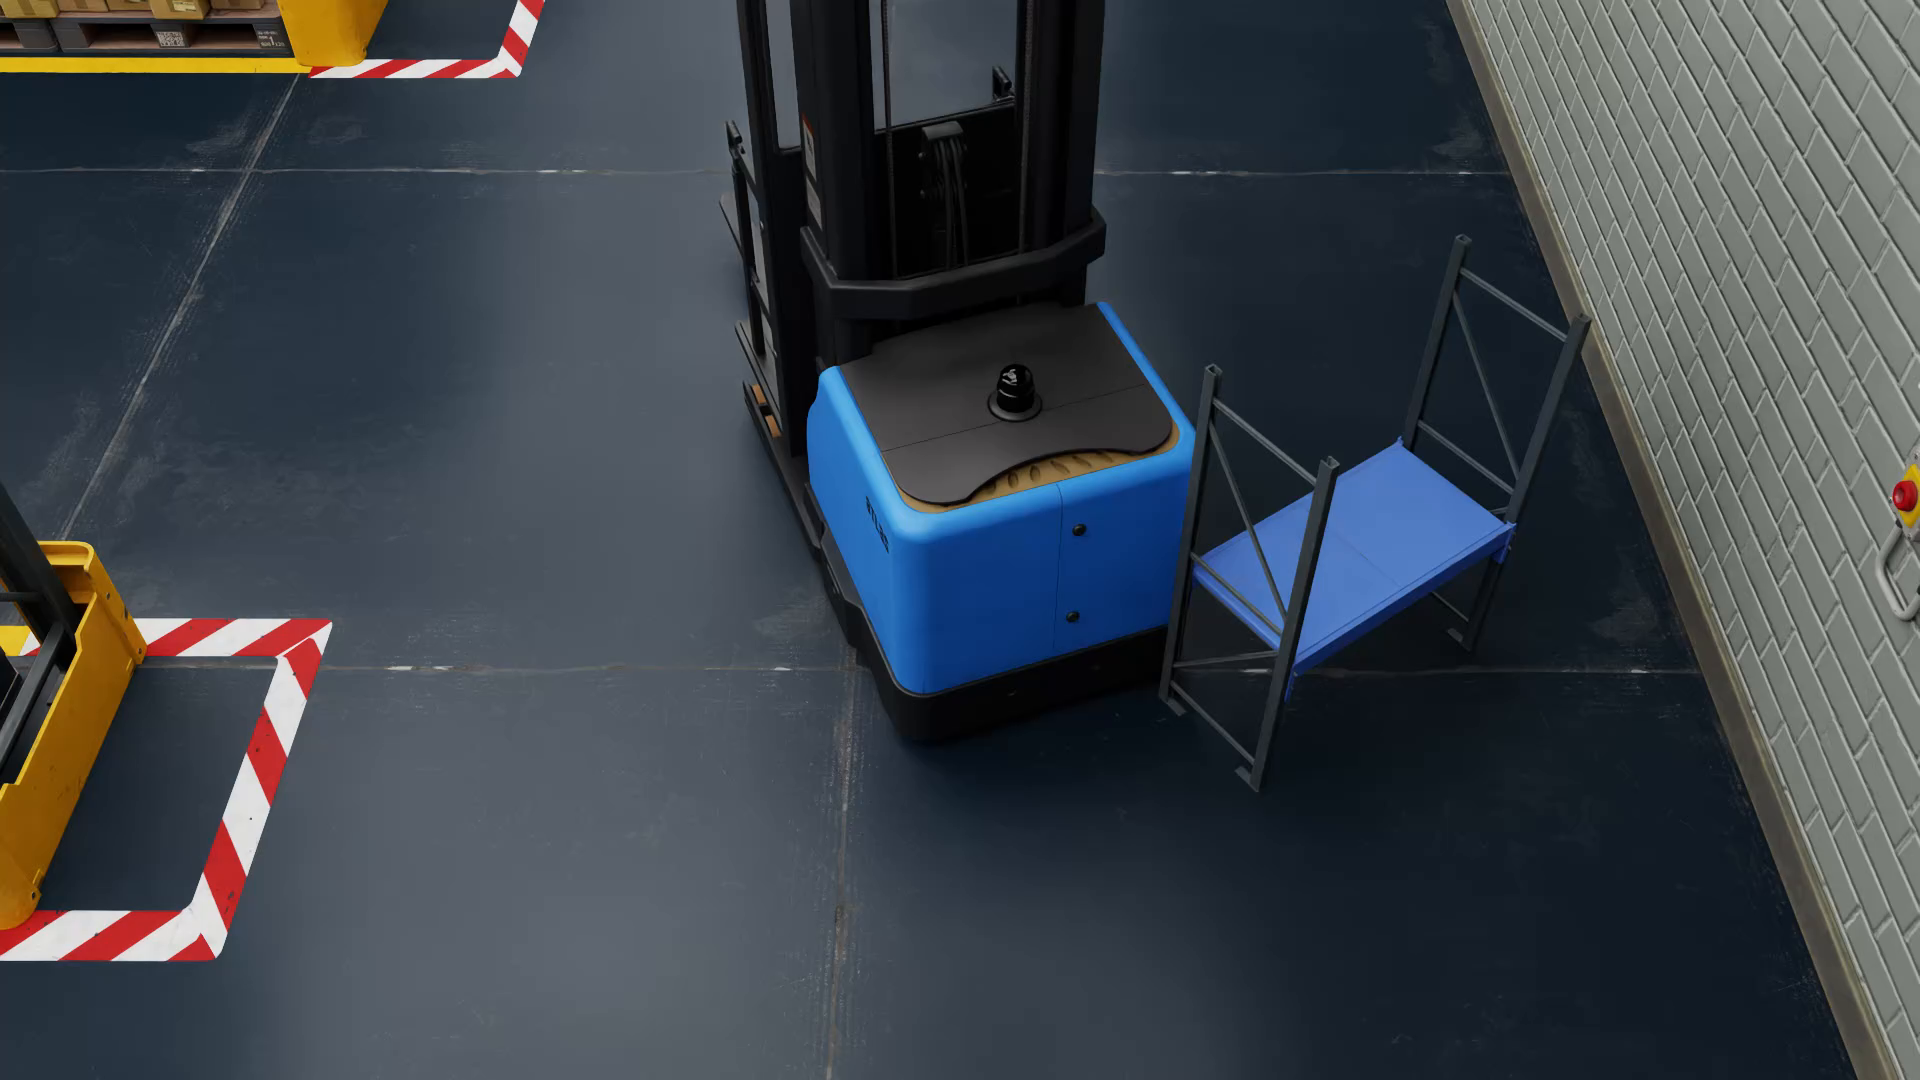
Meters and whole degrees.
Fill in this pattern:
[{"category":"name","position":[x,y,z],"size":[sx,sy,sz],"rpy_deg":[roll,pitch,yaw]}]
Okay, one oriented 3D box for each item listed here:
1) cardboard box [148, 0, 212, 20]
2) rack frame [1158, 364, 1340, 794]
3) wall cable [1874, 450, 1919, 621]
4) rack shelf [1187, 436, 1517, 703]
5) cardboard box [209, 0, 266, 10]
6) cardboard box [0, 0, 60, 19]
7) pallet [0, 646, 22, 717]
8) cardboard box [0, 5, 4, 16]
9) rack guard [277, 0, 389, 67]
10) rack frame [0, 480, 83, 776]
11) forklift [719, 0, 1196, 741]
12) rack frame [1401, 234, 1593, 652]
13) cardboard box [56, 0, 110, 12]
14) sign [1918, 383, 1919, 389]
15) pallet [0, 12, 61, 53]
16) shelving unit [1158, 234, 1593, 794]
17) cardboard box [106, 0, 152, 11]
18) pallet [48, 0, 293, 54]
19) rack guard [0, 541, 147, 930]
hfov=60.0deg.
[{"category":"cardboard box","position":[-3.943,-2.818,8.485],"size":[0.250,0.149,0.380],"rpy_deg":[1,47,1]},{"category":"rack frame","position":[0.844,0.170,5.067],"size":[0.032,1.500,0.500],"rpy_deg":[-28,53,-24]},{"category":"wall cable","position":[2.563,-0.606,4.049],"size":[0.123,1.953,0.585],"rpy_deg":[0,47,0]},{"category":"rack shelf","position":[1.255,0.073,5.403],"size":[1.000,0.185,0.538],"rpy_deg":[-28,53,-24]},{"category":"cardboard box","position":[-3.685,-2.892,8.553],"size":[0.250,0.149,0.380],"rpy_deg":[1,47,1]},{"category":"cardboard box","position":[-4.709,-2.828,8.494],"size":[0.250,0.149,0.380],"rpy_deg":[-2,47,-2]},{"category":"pallet","position":[-3.875,0.758,5.401],"size":[1.213,0.211,1.003],"rpy_deg":[0,47,0]},{"category":"cardboard box","position":[-4.982,-2.843,8.508],"size":[0.250,0.149,0.380],"rpy_deg":[1,47,1]},{"category":"rack guard","position":[-3.234,-3.020,8.719],"size":[0.348,0.500,1.175],"rpy_deg":[0,47,0]},{"category":"rack frame","position":[-3.075,-0.248,4.431],"size":[0.127,3.000,1.000],"rpy_deg":[0,47,0]},{"category":"forklift","position":[-0.220,-1.430,5.579],"size":[1.130,2.935,3.031],"rpy_deg":[-15,49,-14]},{"category":"rack frame","position":[1.666,-0.269,5.475],"size":[0.032,1.500,0.500],"rpy_deg":[-28,53,-24]},{"category":"cardboard box","position":[-4.454,-2.873,8.536],"size":[0.250,0.149,0.380],"rpy_deg":[1,47,1]},{"category":"sign","position":[2.625,-0.376,4.367],"size":[0.001,0.218,0.327],"rpy_deg":[0,47,0]},{"category":"pallet","position":[-5.263,-2.955,8.856],"size":[1.213,0.211,1.003],"rpy_deg":[0,47,0]},{"category":"shelving unit","position":[1.255,-0.049,5.271],"size":[1.048,1.500,0.538],"rpy_deg":[-28,53,-24]},{"category":"cardboard box","position":[-4.207,-2.882,8.544],"size":[0.250,0.149,0.380],"rpy_deg":[0,47,0]},{"category":"pallet","position":[-4.046,-2.949,8.851],"size":[1.213,0.211,1.003],"rpy_deg":[0,47,0]},{"category":"rack guard","position":[-3.051,0.604,5.346],"size":[0.348,0.500,1.175],"rpy_deg":[0,47,0]}]
